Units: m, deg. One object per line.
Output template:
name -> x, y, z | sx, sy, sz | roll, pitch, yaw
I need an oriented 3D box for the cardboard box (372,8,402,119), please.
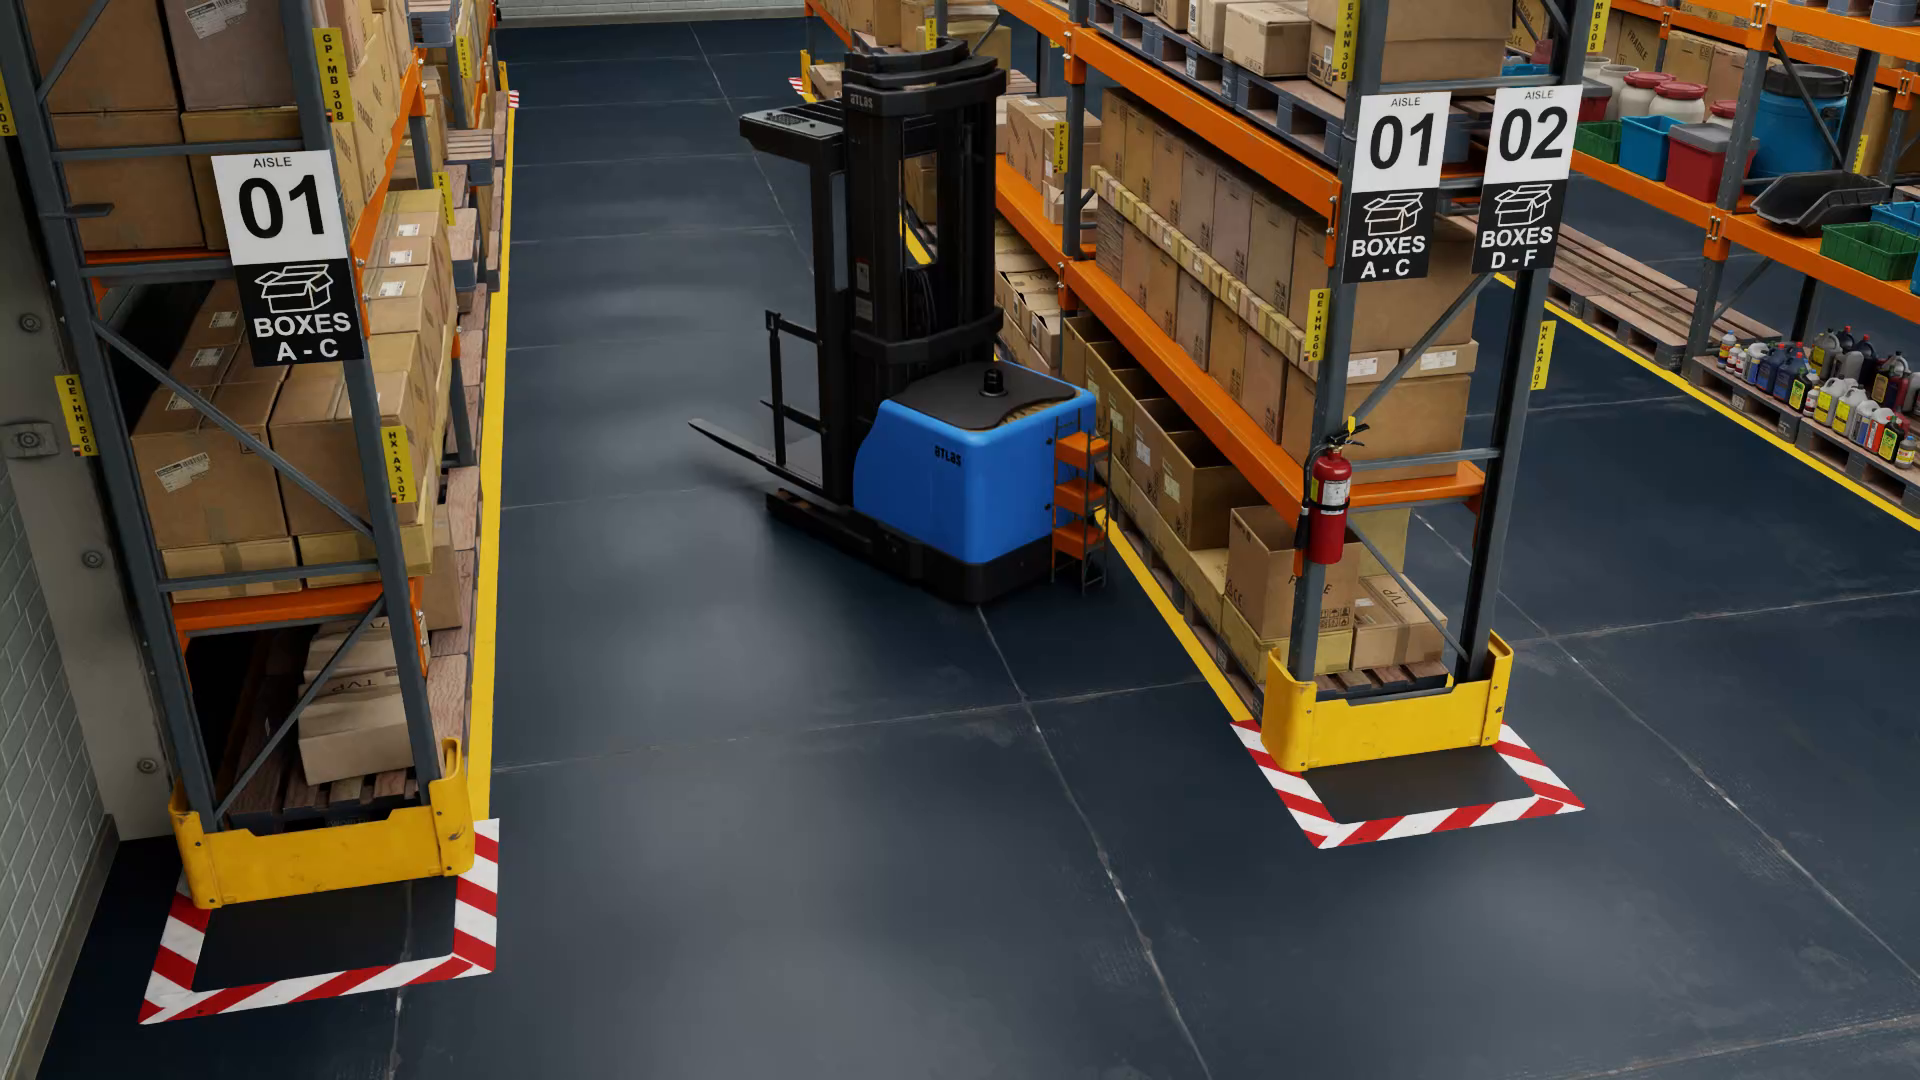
cardboard box -> -3.024, -2.343, 8.101 | 0.500, 0.500, 0.500 | -7, 28, -14

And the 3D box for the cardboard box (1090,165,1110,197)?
cardboard box -> 1.055, -2.311, 10.668 | 0.380, 0.149, 0.250 | -6, 27, -12

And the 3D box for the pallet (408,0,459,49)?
pallet -> -3.678, -3.147, 10.035 | 1.213, 0.211, 1.003 | -6, 27, -12

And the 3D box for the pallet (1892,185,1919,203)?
pallet -> 10.109, -3.286, 16.527 | 1.003, 0.211, 1.213 | -6, 27, -12

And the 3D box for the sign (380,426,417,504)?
sign -> -2.212, -0.295, 6.545 | 0.100, 0.325, 0.005 | -6, 27, -12

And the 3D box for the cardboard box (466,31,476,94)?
cardboard box -> -4.624, -4.240, 14.858 | 0.500, 0.500, 0.500 | -6, 27, -12

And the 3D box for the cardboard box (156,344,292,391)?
cardboard box -> -3.158, -0.538, 7.298 | 0.500, 0.500, 0.500 | -6, 27, -11

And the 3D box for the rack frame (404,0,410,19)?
rack frame -> -3.642, -4.288, 8.758 | 1.000, 3.000, 0.127 | -6, 27, -12

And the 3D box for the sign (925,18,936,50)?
sign -> -0.245, -4.292, 14.228 | 0.100, 0.325, 0.005 | -6, 27, -12

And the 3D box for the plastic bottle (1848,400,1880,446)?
plastic bottle -> 6.009, -0.776, 10.993 | 0.152, 0.276, 0.135 | -7, 28, -13

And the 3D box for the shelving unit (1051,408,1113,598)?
shelving unit -> 0.693, -0.208, 9.497 | 0.215, 1.050, 0.252 | -23, 35, -38

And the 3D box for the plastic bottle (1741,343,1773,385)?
plastic bottle -> 5.754, -1.272, 11.977 | 0.152, 0.276, 0.135 | -5, 27, -10

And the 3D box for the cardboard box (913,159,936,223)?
cardboard box -> -0.158, -3.337, 15.819 | 0.500, 0.500, 0.500 | -5, 27, -10

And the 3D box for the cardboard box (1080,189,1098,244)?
cardboard box -> 1.030, -2.259, 11.563 | 0.500, 0.250, 0.500 | -4, 27, -8

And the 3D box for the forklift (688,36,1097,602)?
forklift -> -0.577, -1.528, 10.025 | 1.130, 2.935, 3.031 | -23, 35, -38

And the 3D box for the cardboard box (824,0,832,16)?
cardboard box -> -1.335, -6.539, 19.766 | 0.500, 0.500, 0.500 | -6, 27, -11

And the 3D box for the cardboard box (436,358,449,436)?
cardboard box -> -2.893, -0.715, 8.482 | 0.500, 0.250, 0.500 | -6, 27, -11

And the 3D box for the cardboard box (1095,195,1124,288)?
cardboard box -> 1.289, -1.965, 10.703 | 0.700, 0.500, 0.500 | -7, 28, -13

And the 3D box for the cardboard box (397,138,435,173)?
cardboard box -> -3.843, -2.324, 10.925 | 0.700, 0.500, 0.500 | -3, 27, -6

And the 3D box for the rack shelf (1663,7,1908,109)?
rack shelf -> 9.483, -5.431, 18.480 | 1.077, 0.370, 4.000 | -6, 27, -12

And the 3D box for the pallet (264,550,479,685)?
pallet -> -3.178, 0.463, 9.098 | 1.003, 0.211, 1.213 | -6, 27, -12

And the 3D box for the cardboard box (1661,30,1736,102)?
cardboard box -> 9.196, -5.591, 19.889 | 1.225, 0.875, 0.875 | -6, 27, -11

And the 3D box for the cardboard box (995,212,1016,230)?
cardboard box -> 0.240, -2.591, 14.018 | 0.500, 0.311, 0.500 | -7, 28, -13

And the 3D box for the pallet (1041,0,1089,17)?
pallet -> 0.972, -3.754, 11.242 | 0.805, 0.209, 1.217 | -7, 28, -14

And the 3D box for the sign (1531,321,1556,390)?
sign -> 2.627, -0.834, 7.524 | 0.100, 0.325, 0.005 | -6, 27, -12

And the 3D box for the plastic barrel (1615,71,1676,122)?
plastic barrel -> 5.745, -3.631, 13.963 | 0.433, 0.535, 0.433 | 0, 27, 0

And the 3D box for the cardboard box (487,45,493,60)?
cardboard box -> -5.885, -5.904, 20.206 | 0.380, 0.149, 0.250 | -6, 27, -12

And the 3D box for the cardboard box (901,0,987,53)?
cardboard box -> -0.161, -5.089, 16.426 | 0.700, 0.500, 0.500 | -13, 30, -25

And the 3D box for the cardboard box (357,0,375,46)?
cardboard box -> -2.781, -2.336, 6.976 | 0.500, 0.500, 0.500 | -5, 27, -10

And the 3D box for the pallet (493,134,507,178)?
pallet -> -5.540, -4.218, 18.373 | 1.003, 0.211, 1.213 | -6, 27, -12

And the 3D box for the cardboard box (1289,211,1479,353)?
cardboard box -> 1.980, -1.211, 7.770 | 0.700, 0.500, 0.500 | -6, 27, -11

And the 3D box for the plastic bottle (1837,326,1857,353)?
plastic bottle -> 6.436, -1.376, 12.099 | 0.144, 0.351, 0.185 | -7, 28, -13

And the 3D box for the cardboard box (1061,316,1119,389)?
cardboard box -> 0.983, -1.174, 10.999 | 0.500, 0.500, 0.500 | -6, 27, -12

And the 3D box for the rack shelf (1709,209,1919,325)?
rack shelf -> 6.461, -1.416, 10.526 | 1.077, 0.370, 4.000 | -6, 27, -12

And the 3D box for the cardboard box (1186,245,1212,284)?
cardboard box -> 1.461, -1.522, 9.105 | 0.380, 0.149, 0.250 | -6, 27, -12

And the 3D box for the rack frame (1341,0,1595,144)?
rack frame -> 2.085, -3.036, 6.279 | 1.000, 3.000, 0.127 | -6, 27, -12

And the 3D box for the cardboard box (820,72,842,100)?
cardboard box -> -1.450, -5.645, 20.668 | 0.500, 0.250, 0.500 | -6, 27, -12

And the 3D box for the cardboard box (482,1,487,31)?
cardboard box -> -5.884, -6.135, 18.742 | 0.980, 0.700, 0.700 | -7, 28, -14

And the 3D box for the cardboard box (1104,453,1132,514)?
cardboard box -> 1.208, -0.400, 10.299 | 0.500, 0.250, 0.500 | -6, 27, -12

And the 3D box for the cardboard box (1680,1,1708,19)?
cardboard box -> 8.893, -6.448, 19.585 | 0.500, 0.500, 0.500 | -6, 27, -11

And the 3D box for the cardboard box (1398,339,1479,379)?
cardboard box -> 2.206, -0.887, 7.847 | 0.380, 0.149, 0.250 | -6, 27, -12

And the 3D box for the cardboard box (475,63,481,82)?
cardboard box -> -4.882, -4.562, 16.216 | 0.380, 0.149, 0.250 | -6, 27, -12

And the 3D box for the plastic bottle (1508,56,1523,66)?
plastic bottle -> 5.326, -4.539, 16.051 | 0.152, 0.276, 0.135 | -6, 27, -12

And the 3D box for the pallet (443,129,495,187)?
pallet -> -4.279, -2.978, 13.034 | 1.213, 0.211, 1.003 | -6, 27, -12

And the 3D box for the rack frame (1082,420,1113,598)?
rack frame -> 0.777, -0.168, 9.418 | 0.200, 1.050, 0.008 | -23, 35, -38

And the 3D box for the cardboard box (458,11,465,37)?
cardboard box -> -4.517, -4.348, 14.240 | 0.500, 0.250, 0.500 | -6, 27, -12

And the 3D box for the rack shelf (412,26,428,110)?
rack shelf -> -4.093, -3.505, 11.336 | 1.077, 0.370, 4.000 | -6, 27, -12

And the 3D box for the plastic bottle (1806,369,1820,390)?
plastic bottle -> 5.900, -1.054, 11.549 | 0.097, 0.271, 0.097 | 0, 27, 0

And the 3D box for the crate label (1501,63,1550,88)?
crate label -> 5.069, -3.924, 14.656 | 0.502, 0.435, 0.616 | -6, 27, -12

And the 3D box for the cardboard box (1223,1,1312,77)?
cardboard box -> 1.568, -2.359, 7.811 | 0.500, 0.250, 0.500 | -6, 27, -12

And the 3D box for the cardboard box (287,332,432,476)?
cardboard box -> -2.657, -0.588, 7.399 | 0.500, 0.500, 0.500 | -6, 27, -11

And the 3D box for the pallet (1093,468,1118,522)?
pallet -> 1.322, -0.516, 11.038 | 1.003, 0.211, 1.213 | -6, 27, -12
